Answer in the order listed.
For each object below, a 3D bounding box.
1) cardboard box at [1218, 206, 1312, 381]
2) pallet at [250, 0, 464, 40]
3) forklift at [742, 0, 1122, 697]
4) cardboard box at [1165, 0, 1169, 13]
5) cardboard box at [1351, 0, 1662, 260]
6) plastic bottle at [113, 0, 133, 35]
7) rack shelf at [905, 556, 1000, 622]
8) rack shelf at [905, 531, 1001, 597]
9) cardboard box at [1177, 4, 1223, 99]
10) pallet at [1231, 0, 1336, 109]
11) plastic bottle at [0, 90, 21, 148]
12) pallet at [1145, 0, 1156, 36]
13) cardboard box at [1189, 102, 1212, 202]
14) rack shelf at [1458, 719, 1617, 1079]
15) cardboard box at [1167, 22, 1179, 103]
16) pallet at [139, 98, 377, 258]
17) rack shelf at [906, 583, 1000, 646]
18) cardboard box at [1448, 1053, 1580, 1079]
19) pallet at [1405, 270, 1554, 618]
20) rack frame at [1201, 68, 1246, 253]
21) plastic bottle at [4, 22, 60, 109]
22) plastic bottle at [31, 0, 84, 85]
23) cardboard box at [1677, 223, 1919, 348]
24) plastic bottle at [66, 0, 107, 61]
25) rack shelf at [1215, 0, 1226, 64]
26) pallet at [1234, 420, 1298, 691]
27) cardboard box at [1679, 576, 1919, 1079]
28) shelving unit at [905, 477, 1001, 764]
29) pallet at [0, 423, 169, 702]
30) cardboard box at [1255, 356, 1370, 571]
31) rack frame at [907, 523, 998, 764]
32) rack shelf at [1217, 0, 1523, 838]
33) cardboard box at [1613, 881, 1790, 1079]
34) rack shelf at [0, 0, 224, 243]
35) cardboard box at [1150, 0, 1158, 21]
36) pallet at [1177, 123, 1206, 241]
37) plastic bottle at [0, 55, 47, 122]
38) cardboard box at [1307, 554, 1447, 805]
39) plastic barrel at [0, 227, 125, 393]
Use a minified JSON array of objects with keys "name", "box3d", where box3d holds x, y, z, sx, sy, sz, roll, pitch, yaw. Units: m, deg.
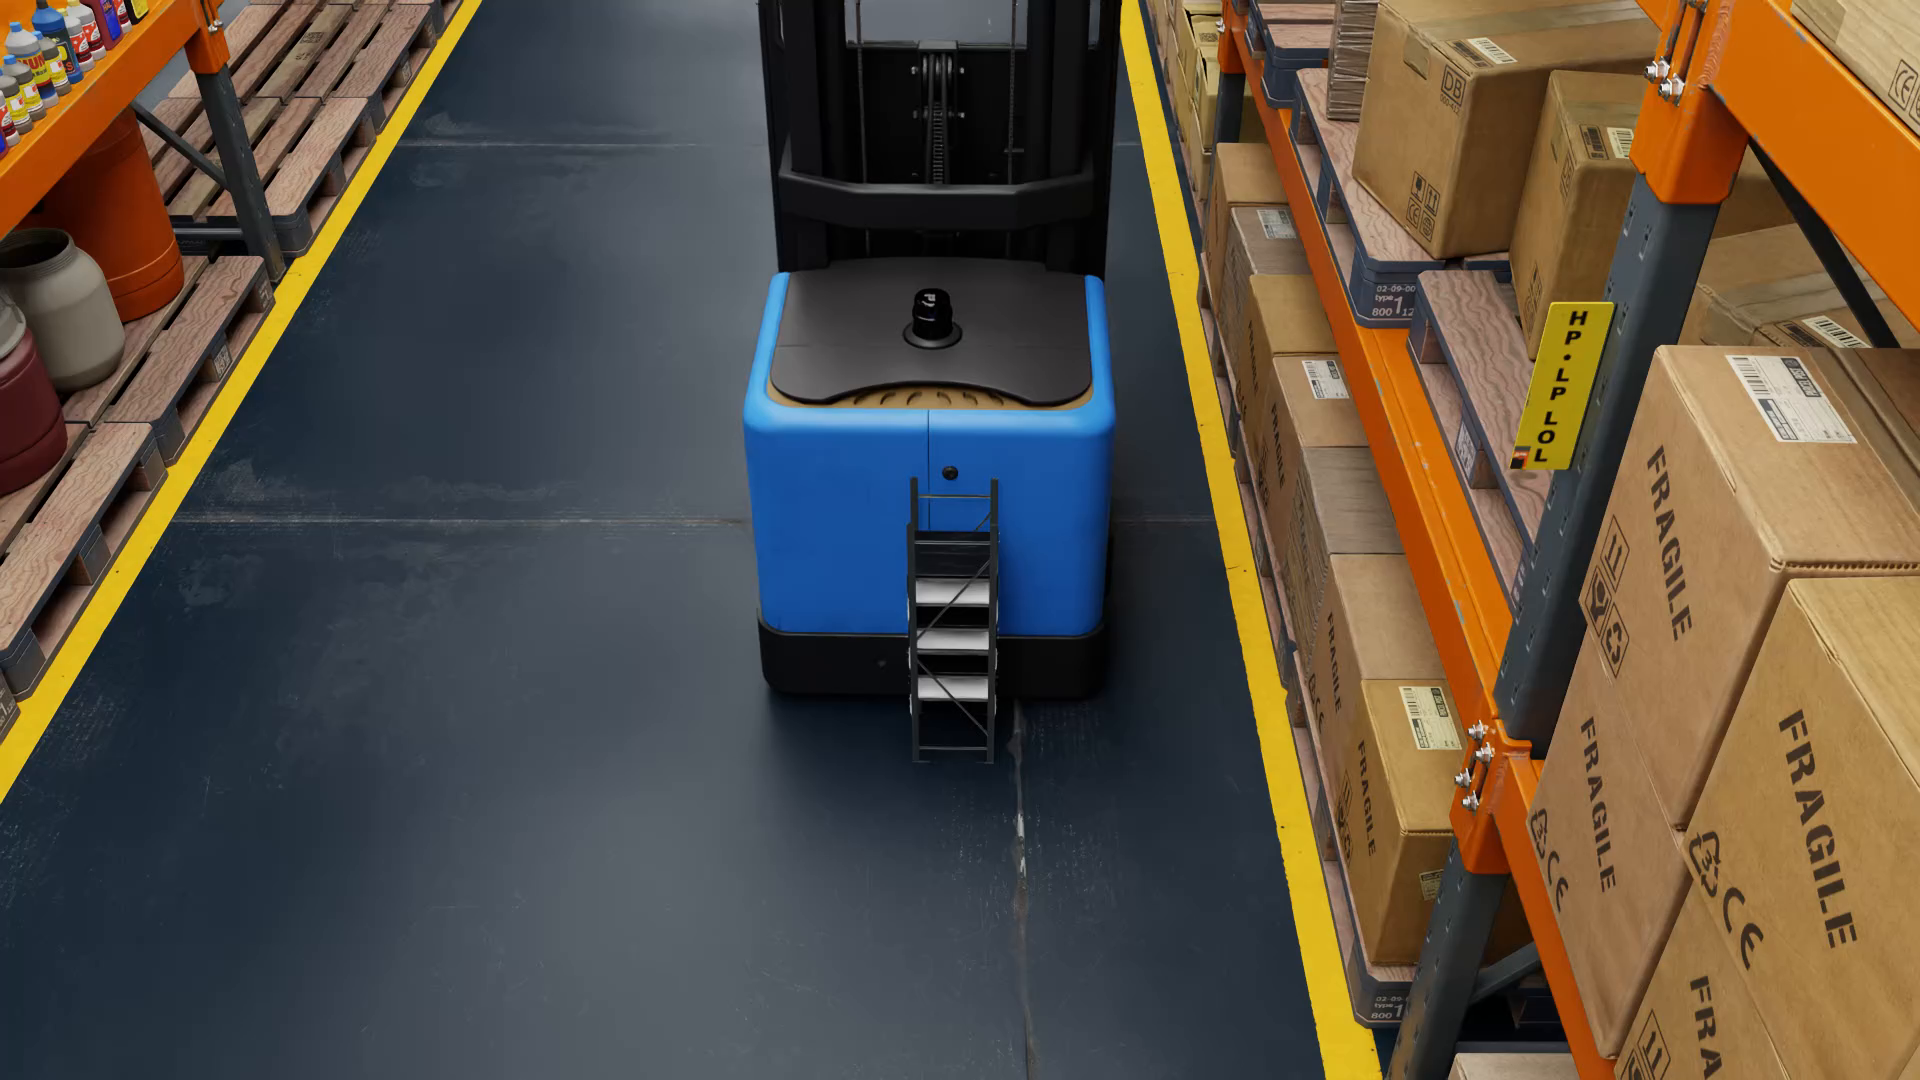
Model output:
[{"name":"cardboard box","box3d":[1.258,-0.885,6.103,0.500,0.500,0.500,-1,39,-2]},{"name":"pallet","box3d":[-3.381,-3.222,9.602,1.003,0.211,1.213,0,39,0]},{"name":"forklift","box3d":[-0.056,-1.562,5.356,1.130,2.935,3.031,1,39,1]},{"name":"cardboard box","box3d":[1.287,-2.892,8.375,0.500,0.311,0.500,1,39,1]},{"name":"cardboard box","box3d":[1.478,-1.107,4.317,0.700,0.500,0.500,-9,40,-11]},{"name":"plastic bottle","box3d":[-3.007,-1.897,5.878,0.097,0.201,0.097,0,39,0]},{"name":"rack shelf","box3d":[-0.018,0.132,4.632,0.258,0.077,0.200,1,39,1]},{"name":"rack shelf","box3d":[-0.018,0.061,4.575,0.258,0.077,0.200,1,39,1]},{"name":"cardboard box","box3d":[1.283,-2.263,7.590,0.500,0.311,0.500,-1,39,-1]},{"name":"pallet","box3d":[1.608,-1.802,5.754,1.213,0.211,1.003,0,39,0]},{"name":"plastic bottle","box3d":[-3.006,-1.327,5.166,0.097,0.201,0.097,0,39,0]},{"name":"pallet","box3d":[1.572,-3.253,9.641,1.003,0.211,1.213,0,39,0]},{"name":"cardboard box","box3d":[1.293,-1.721,7.361,0.500,0.250,0.500,1,39,1]},{"name":"rack shelf","box3d":[1.544,1.732,1.765,1.077,0.370,4.000,0,39,0]},{"name":"cardboard box","box3d":[1.291,-2.357,8.156,0.500,0.250,0.500,1,39,1]},{"name":"pallet","box3d":[-3.378,-1.696,7.697,1.003,0.211,1.213,0,39,0]},{"name":"rack shelf","box3d":[-0.018,0.202,4.688,0.258,0.077,0.200,1,39,1]},{"name":"cardboard box","box3d":[1.326,1.341,3.477,0.500,0.311,0.500,0,39,0]},{"name":"pallet","box3d":[1.650,-0.224,3.785,1.003,0.211,1.213,0,39,0]},{"name":"rack frame","box3d":[1.537,-2.301,6.222,1.000,3.000,0.127,0,39,0]},{"name":"plastic bottle","box3d":[-3.007,-1.537,5.372,0.097,0.271,0.097,0,39,0]},{"name":"plastic bottle","box3d":[-3.007,-1.659,5.524,0.097,0.271,0.097,0,39,0]},{"name":"cardboard box","box3d":[1.765,-0.299,3.308,0.700,0.500,0.500,-13,40,-15]},{"name":"plastic bottle","box3d":[-3.007,-1.753,5.698,0.097,0.201,0.097,0,39,0]},{"name":"rack shelf","box3d":[1.535,-3.271,8.008,1.077,0.370,4.000,0,39,0]},{"name":"pallet","box3d":[1.499,0.015,5.562,1.003,0.211,1.213,0,39,0]},{"name":"cardboard box","box3d":[1.262,0.389,1.987,0.500,0.500,0.500,-1,39,-1]},{"name":"shelving unit","box3d":[-0.018,0.246,4.723,0.258,0.900,0.210,1,39,1]},{"name":"pallet","box3d":[-3.375,0.043,5.528,1.003,0.211,1.213,0,39,0]},{"name":"cardboard box","box3d":[1.259,-0.245,5.304,0.500,0.500,0.500,-1,39,-2]},{"name":"rack frame","box3d":[-0.020,0.310,4.644,0.240,0.900,0.006,1,39,1]},{"name":"rack shelf","box3d":[1.539,-0.769,4.887,1.077,0.370,4.000,0,39,0]},{"name":"cardboard box","box3d":[1.274,0.801,2.272,0.500,0.500,0.500,1,39,1]},{"name":"rack shelf","box3d":[-3.414,-0.768,4.885,1.077,0.370,4.000,0,39,0]},{"name":"cardboard box","box3d":[1.288,-2.997,8.954,0.500,0.250,0.500,-1,39,-1]},{"name":"pallet","box3d":[1.575,-1.728,7.737,1.003,0.211,1.213,0,39,0]},{"name":"plastic bottle","box3d":[-3.006,-1.449,5.318,0.097,0.201,0.097,0,39,0]},{"name":"cardboard box","box3d":[1.262,0.387,4.516,0.500,0.500,0.500,0,39,0]},{"name":"plastic barrel","box3d":[-3.309,-0.834,6.045,0.421,0.512,0.421,0,39,0]}]
